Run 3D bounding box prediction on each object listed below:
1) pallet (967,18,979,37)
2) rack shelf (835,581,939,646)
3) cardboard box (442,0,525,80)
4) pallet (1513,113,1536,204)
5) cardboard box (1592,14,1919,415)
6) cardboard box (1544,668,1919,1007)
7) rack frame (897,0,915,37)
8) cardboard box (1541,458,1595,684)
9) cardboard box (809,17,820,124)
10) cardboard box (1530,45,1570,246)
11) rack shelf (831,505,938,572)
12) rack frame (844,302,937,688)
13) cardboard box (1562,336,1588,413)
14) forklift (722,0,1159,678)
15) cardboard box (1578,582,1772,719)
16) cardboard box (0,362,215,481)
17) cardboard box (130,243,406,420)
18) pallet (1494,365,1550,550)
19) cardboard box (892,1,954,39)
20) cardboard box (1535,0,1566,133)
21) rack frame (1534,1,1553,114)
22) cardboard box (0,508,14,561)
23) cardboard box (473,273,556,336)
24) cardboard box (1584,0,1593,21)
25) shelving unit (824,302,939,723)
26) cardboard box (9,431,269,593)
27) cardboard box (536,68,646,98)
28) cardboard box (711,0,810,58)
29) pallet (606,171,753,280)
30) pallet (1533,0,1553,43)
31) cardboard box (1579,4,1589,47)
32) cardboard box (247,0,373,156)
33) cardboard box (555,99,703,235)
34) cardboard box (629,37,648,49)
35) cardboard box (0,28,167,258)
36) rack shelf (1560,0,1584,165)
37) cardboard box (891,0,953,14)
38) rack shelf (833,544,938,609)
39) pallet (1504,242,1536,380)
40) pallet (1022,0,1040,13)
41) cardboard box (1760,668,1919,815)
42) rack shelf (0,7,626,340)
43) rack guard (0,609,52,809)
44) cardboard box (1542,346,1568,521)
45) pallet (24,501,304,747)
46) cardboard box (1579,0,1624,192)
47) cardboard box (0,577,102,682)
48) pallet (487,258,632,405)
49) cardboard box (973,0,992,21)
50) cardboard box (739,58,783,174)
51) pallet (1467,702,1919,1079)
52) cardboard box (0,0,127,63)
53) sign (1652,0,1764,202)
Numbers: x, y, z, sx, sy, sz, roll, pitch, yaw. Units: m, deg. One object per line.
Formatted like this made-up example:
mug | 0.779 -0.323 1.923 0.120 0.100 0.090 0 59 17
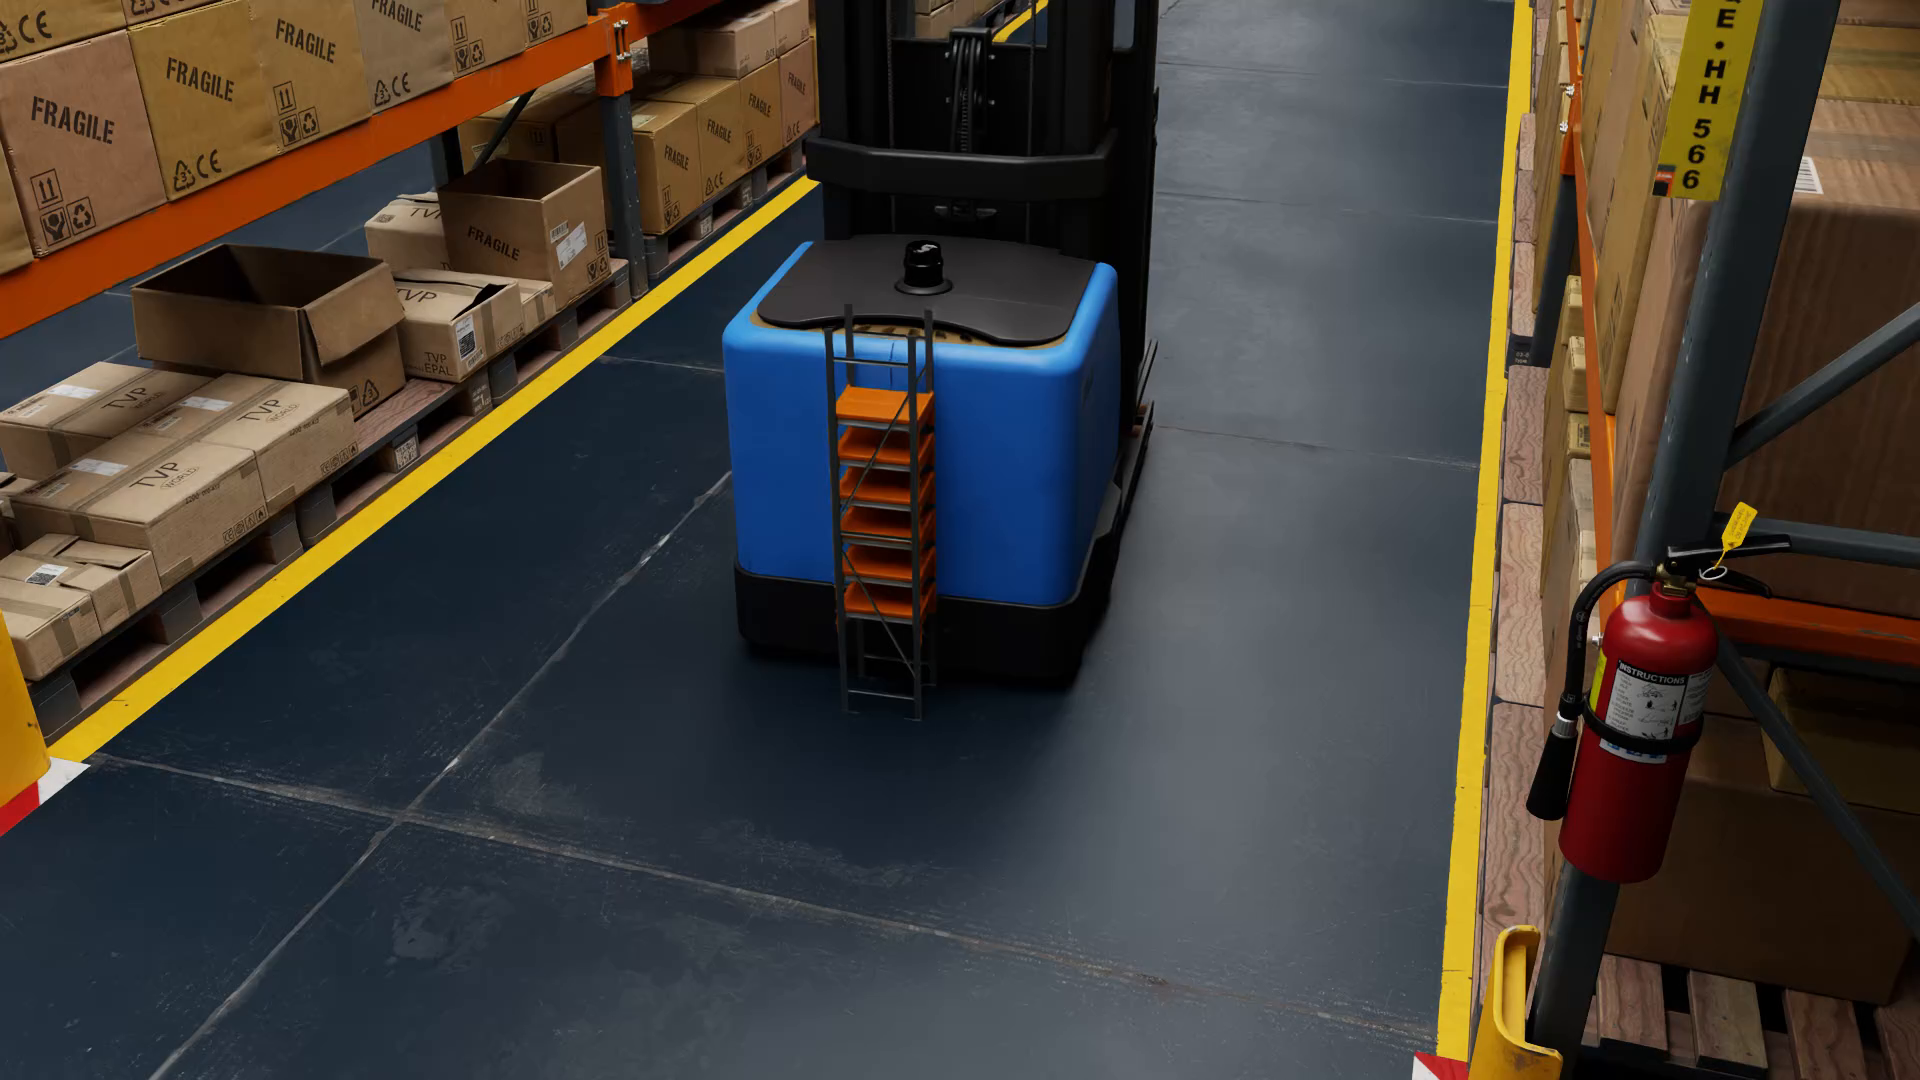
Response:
pallet | -0.511 -3.539 11.895 1.003 0.211 1.213 8 30 15
rack shelf | -0.208 0.196 4.746 0.258 0.103 0.180 6 30 11
cardboard box | -2.015 -2.057 6.259 0.500 0.500 0.500 9 30 16
pallet | 3.643 -2.101 9.310 1.003 0.211 1.213 8 30 15
cardboard box | 1.942 -0.667 3.555 0.980 0.700 0.700 8 30 14
cardboard box | 1.709 0.612 3.704 0.700 0.500 0.500 8 30 15
rack frame | -0.790 -4.381 10.539 1.000 3.000 0.127 8 30 15
cardboard box | 2.002 0.145 4.543 0.700 0.500 0.500 8 30 13
cardboard box | -0.992 -2.772 9.766 0.500 0.500 0.500 7 30 13
cardboard box | 3.097 -1.795 7.670 0.750 0.750 0.750 9 30 16
rack shelf | -0.208 -0.013 4.628 0.258 0.103 0.180 6 30 11
rack frame | -0.188 -0.095 4.684 0.240 1.200 0.006 6 30 11
cardboard box | 2.027 -0.483 5.004 0.380 0.149 0.250 8 30 13
forklift | 0.132 -1.577 5.569 1.130 2.935 3.031 6 30 11
cardboard box | 1.572 0.242 3.701 0.380 0.149 0.250 8 30 14
cardboard box | -2.906 -0.379 5.721 0.500 0.250 0.500 8 30 15
cardboard box | -2.510 -0.749 6.127 0.797 0.503 0.637 8 30 15
pallet | 2.475 -0.256 5.993 1.003 0.211 1.213 8 30 15
cardboard box | -0.355 -3.564 11.468 0.500 0.250 0.500 8 30 15
cardboard box | 3.606 -2.597 9.111 0.750 0.750 0.750 8 30 14
rack frame | 3.947 -3.676 9.272 1.000 3.000 0.127 8 30 15
cardboard box | -3.214 -0.051 4.874 0.500 0.500 0.500 8 30 15
cardboard box | -1.913 -0.980 6.906 0.380 0.149 0.250 8 30 15
cardboard box | 2.667 -2.250 6.279 0.500 0.500 0.500 8 30 14
shelving unit | -0.208 -0.051 4.606 0.258 1.200 0.189 6 30 11
cardboard box | -2.560 -0.098 5.217 0.500 0.250 0.500 8 30 15
cardboard box | -1.940 -2.120 8.595 0.500 0.500 0.500 9 30 15
cardboard box | -1.149 -2.837 9.112 0.500 0.250 0.500 8 30 14
pallet | -1.761 -1.687 8.565 1.003 0.211 1.213 8 30 15
pallet | 4.894 -3.954 12.640 1.003 0.211 1.213 8 30 15
cardboard box | 2.653 -2.034 6.558 0.380 0.149 0.250 9 30 16
cardboard box | -2.311 -1.581 5.403 0.500 0.500 0.500 9 30 16
cardboard box | -1.589 -1.812 8.040 0.500 0.500 0.500 7 30 13
cardboard box | -1.645 -2.590 9.439 0.500 0.500 0.500 7 30 13
cardboard box | -2.609 -1.116 4.567 0.500 0.500 0.500 8 30 14
rack shelf | 3.360 -2.432 7.776 1.077 0.370 4.000 8 30 15
cardboard box | -0.355 -3.809 11.331 0.500 0.311 0.500 10 30 17
rack shelf | -0.208 0.092 4.687 0.258 0.103 0.180 6 30 11
pallet | 2.927 -0.967 7.272 1.003 0.211 1.213 8 30 15
pallet | 0.205 -4.673 13.933 1.003 0.211 1.213 8 30 15
cardboard box | 1.863 0.415 3.391 0.380 0.149 0.250 9 30 15
rack shelf | -2.551 -1.278 5.702 1.077 0.370 4.000 8 30 15
rack guard | -3.116 0.394 4.527 1.175 0.500 0.348 8 30 15
cardboard box | 2.305 -0.342 5.418 0.700 0.500 0.500 8 30 14
pallet | -2.882 0.150 5.264 1.003 0.211 1.213 8 30 15
cardboard box | 2.378 -1.360 4.800 0.980 0.700 0.700 8 30 14
cardboard box | -2.686 0.245 4.704 0.380 0.149 0.250 8 30 15
pallet | -2.166 -0.984 7.302 1.003 0.211 1.213 8 30 15
cardboard box | -0.062 -4.040 12.324 0.500 0.250 0.500 8 30 14
cardboard box | -1.289 -2.292 8.904 0.500 0.500 0.500 9 30 15
pallet | 1.759 0.878 3.954 1.003 0.211 1.213 8 30 15
cardboard box | -2.609 -1.556 4.330 0.500 0.500 0.500 9 30 15
sign | 1.084 -0.651 2.400 0.100 0.325 0.005 8 30 15
